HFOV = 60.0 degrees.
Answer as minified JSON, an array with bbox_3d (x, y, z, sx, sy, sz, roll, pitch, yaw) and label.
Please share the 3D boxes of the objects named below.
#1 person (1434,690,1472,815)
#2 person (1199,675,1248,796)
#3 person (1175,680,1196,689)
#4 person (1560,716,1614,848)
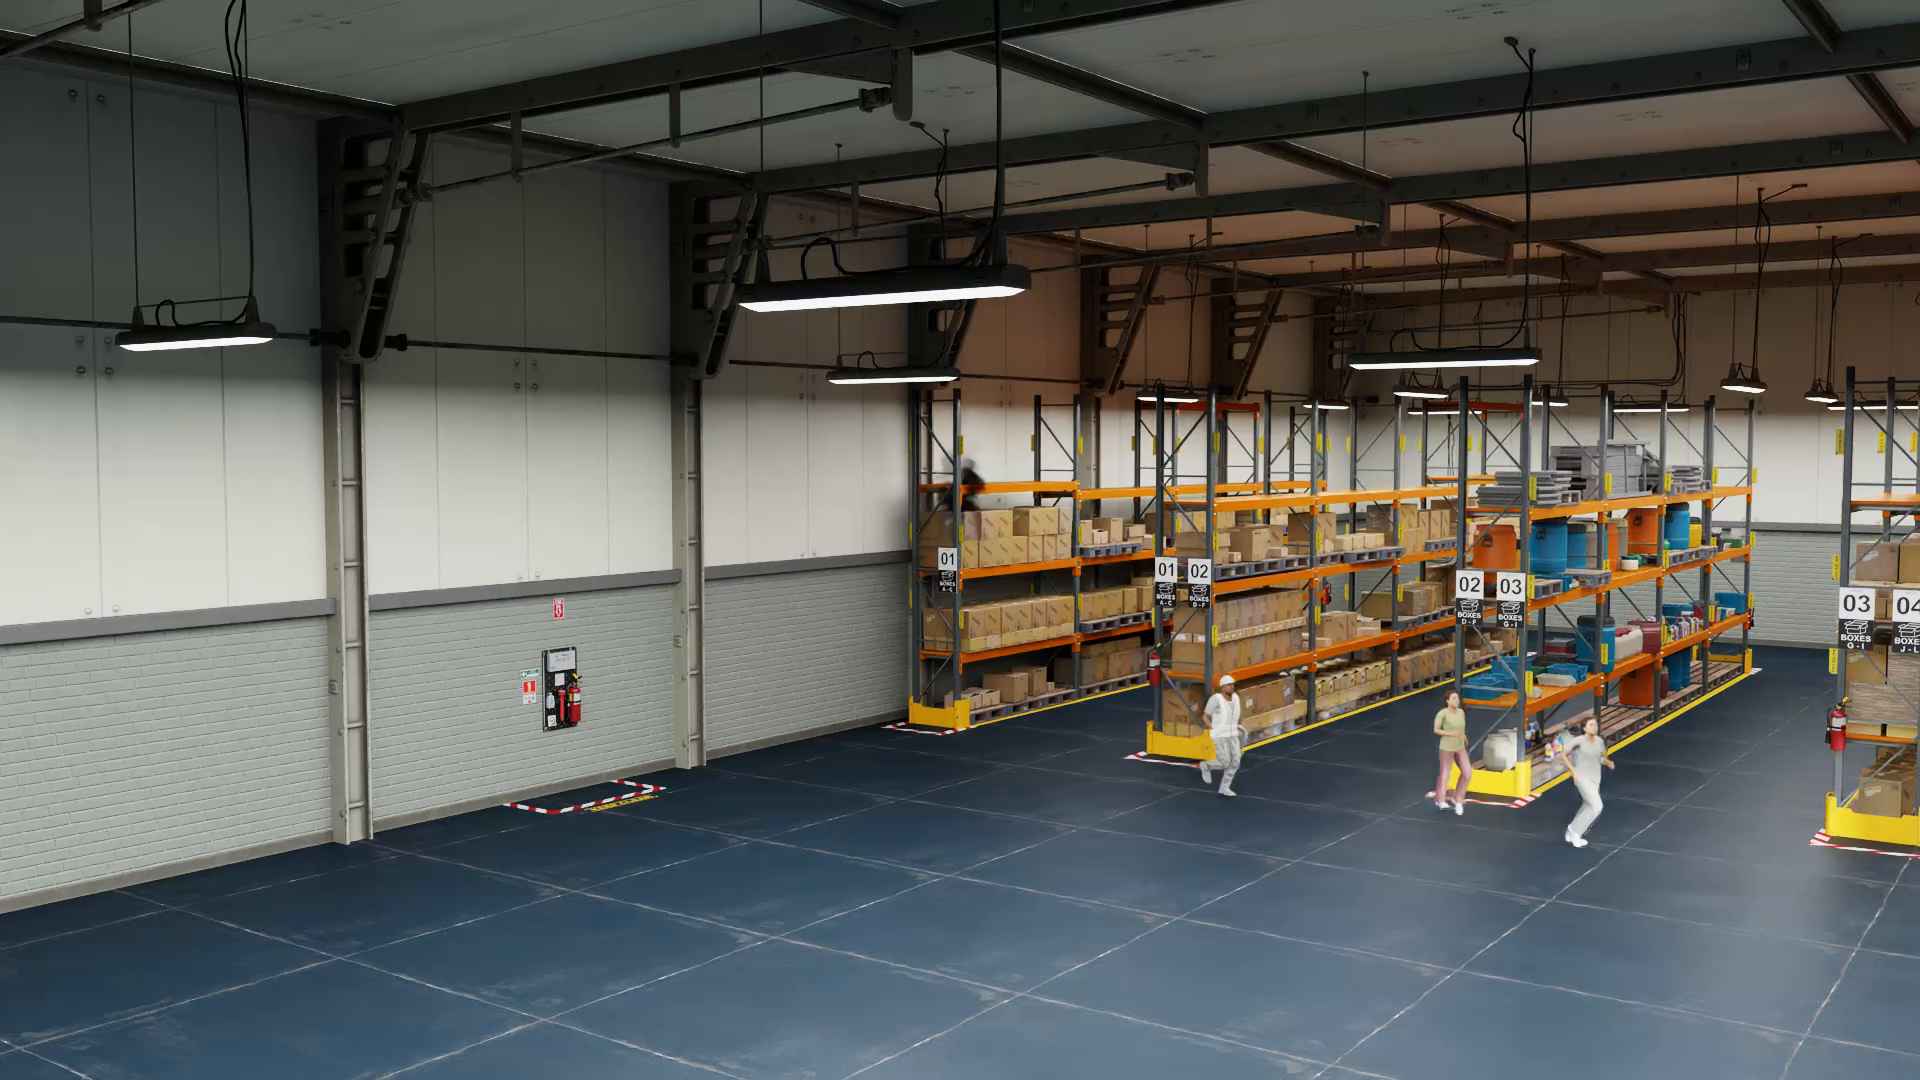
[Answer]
[{"bbox_3d":[6.701,2.898,22.628,0.584,1.639,0.646,-1,3,-12],"label":"person"},{"bbox_3d":[3.754,2.785,23.817,0.671,1.729,0.635,-2,4,-32],"label":"person"},{"bbox_3d":[4.162,2.396,30.661,0.558,1.671,0.932,3,4,39],"label":"person"},{"bbox_3d":[7.807,2.996,20.610,0.544,1.640,0.628,-1,4,-24],"label":"person"}]
